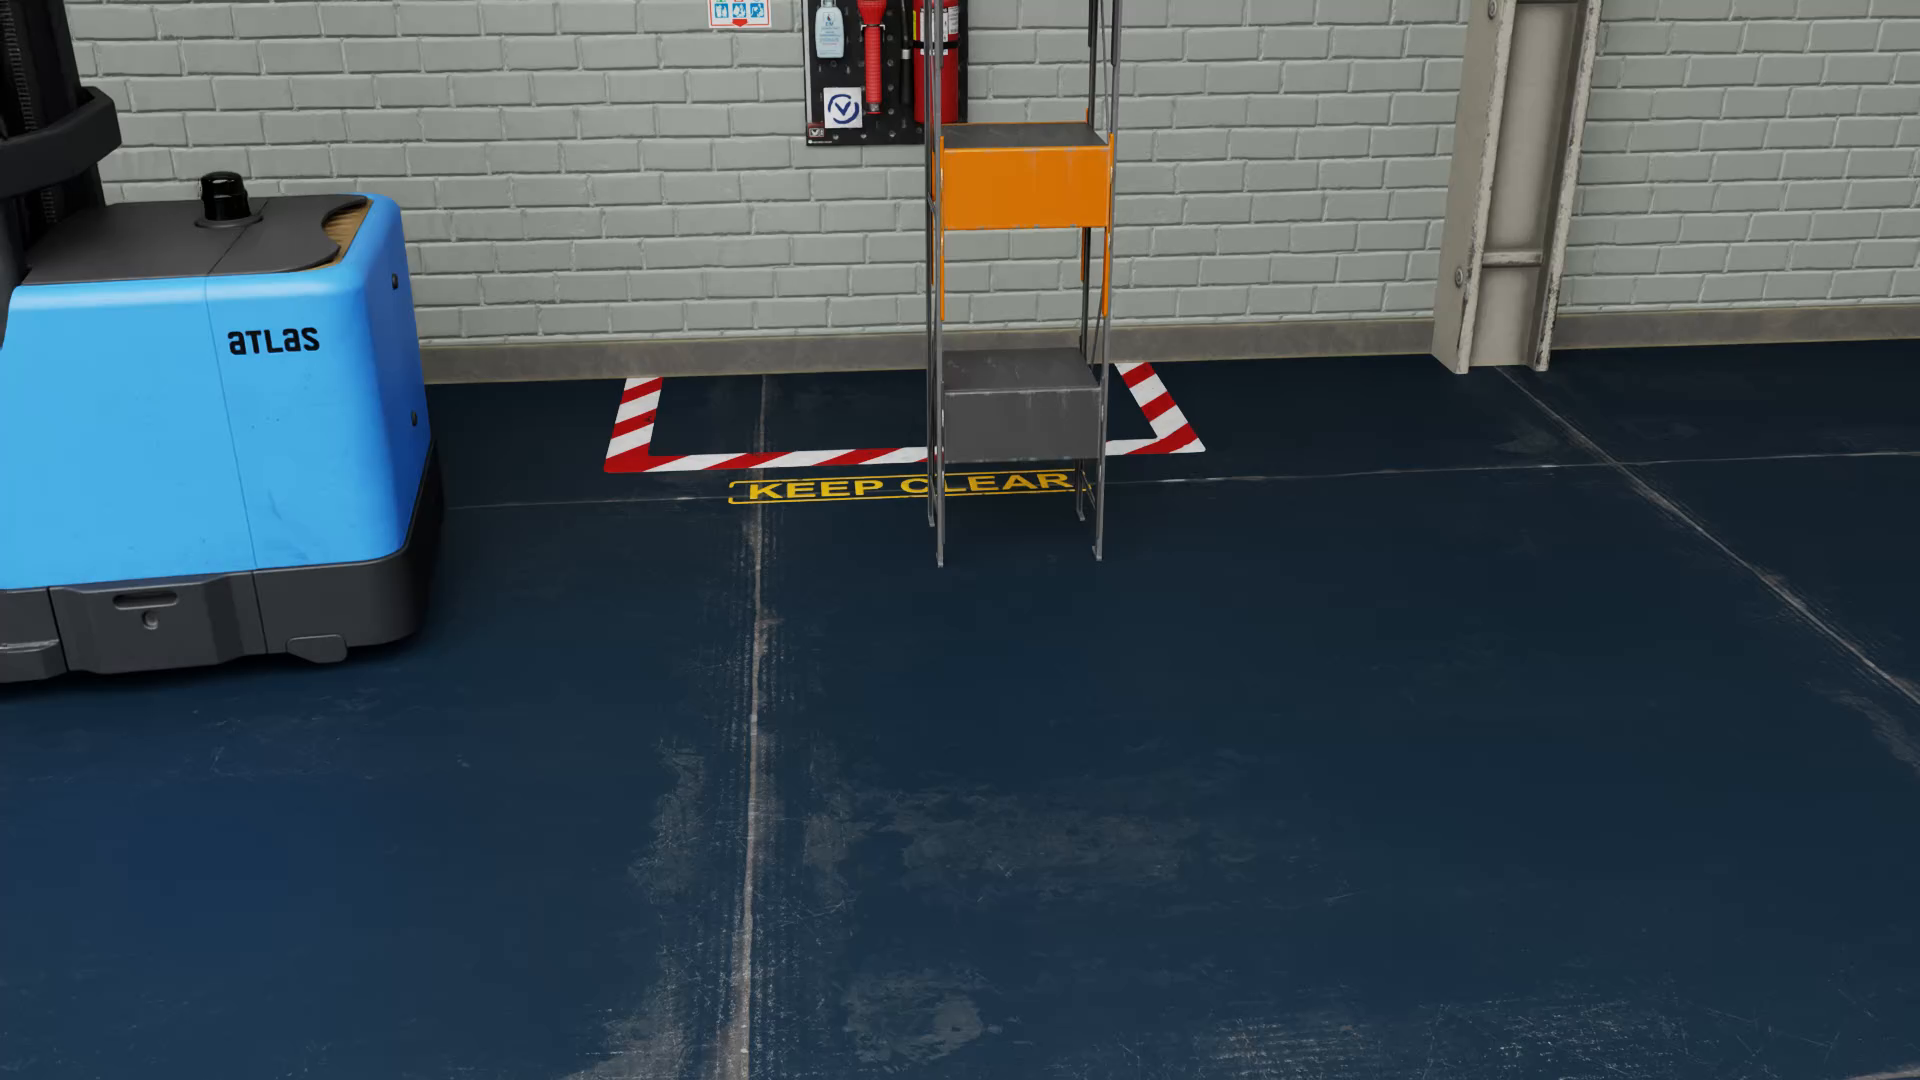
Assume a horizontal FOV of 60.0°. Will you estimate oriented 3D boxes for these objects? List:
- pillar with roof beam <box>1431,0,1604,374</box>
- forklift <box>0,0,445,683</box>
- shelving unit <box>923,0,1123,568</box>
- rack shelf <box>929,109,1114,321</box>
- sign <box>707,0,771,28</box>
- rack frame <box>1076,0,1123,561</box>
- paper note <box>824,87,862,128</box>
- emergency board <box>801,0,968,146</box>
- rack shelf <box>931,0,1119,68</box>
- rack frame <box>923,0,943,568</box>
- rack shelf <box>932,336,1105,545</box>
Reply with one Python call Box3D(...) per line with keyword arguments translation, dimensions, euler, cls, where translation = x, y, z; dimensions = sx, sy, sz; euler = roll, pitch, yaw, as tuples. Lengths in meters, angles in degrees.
Box3D(translation=(2.622, -3.119, 1.189), dimensions=(0.400, 9.000, 9.100), euler=(-2, 24, -5), cls="pillar with roof beam")
Box3D(translation=(-3.045, -1.089, 4.092), dimensions=(3.031, 2.935, 1.130), euler=(-5, 24, -10), cls="forklift")
Box3D(translation=(0.165, -0.966, 4.838), dimensions=(0.503, 2.100, 0.431), euler=(-2, 24, -5), cls="shelving unit")
Box3D(translation=(0.165, -0.954, 4.844), dimensions=(0.480, 0.518, 0.431), euler=(-2, 24, -5), cls="rack shelf")
Box3D(translation=(-0.825, -2.071, 6.172), dimensions=(0.234, 0.329, 0.001), euler=(-2, 24, -5), cls="sign")
Box3D(translation=(0.408, -0.976, 4.860), dimensions=(0.015, 2.100, 0.400), euler=(-2, 24, -5), cls="rack frame")
Box3D(translation=(-0.447, -1.653, 6.361), dimensions=(0.142, 0.148, 0.016), euler=(-2, 24, -5), cls="paper note")
Box3D(translation=(-0.264, -2.035, 6.135), dimensions=(0.643, 1.169, 0.194), euler=(-2, 24, -5), cls="emergency board")
Box3D(translation=(0.165, -1.593, 4.560), dimensions=(0.480, 0.518, 0.431), euler=(-2, 24, -5), cls="rack shelf")
Box3D(translation=(-0.078, -0.956, 4.817), dimensions=(0.015, 2.100, 0.400), euler=(-2, 24, -5), cls="rack frame")
Box3D(translation=(0.165, -0.314, 5.128), dimensions=(0.480, 0.518, 0.431), euler=(-2, 24, -5), cls="rack shelf")
